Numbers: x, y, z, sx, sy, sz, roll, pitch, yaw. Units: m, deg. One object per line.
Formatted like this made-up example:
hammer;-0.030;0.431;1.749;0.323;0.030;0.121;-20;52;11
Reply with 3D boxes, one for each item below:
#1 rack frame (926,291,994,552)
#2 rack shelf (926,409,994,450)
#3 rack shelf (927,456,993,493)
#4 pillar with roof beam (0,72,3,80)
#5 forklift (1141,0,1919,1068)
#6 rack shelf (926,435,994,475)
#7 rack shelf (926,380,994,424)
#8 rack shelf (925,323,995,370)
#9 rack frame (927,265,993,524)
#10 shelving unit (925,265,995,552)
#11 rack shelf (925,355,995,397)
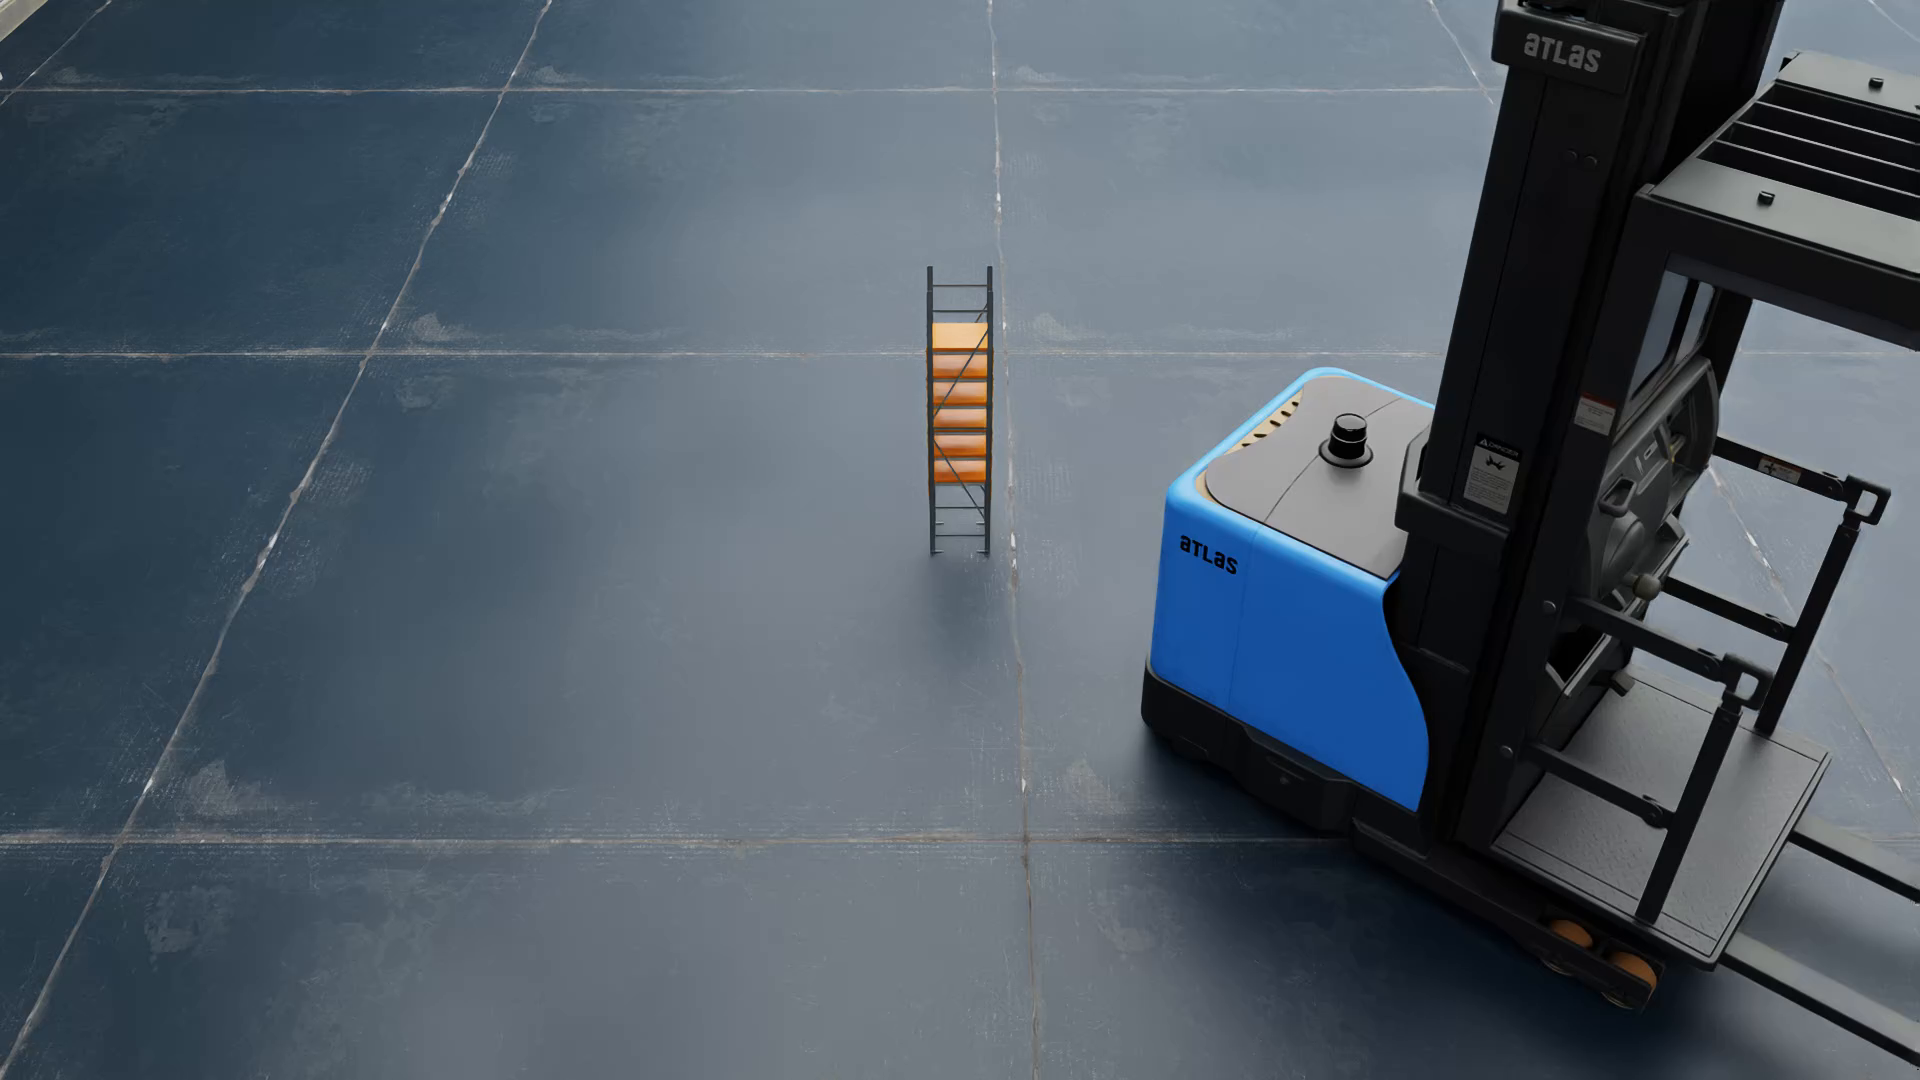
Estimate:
rack frame;0.000;-0.420;6.315;0.240;1.200;0.006;0;39;0
rack shelf;0.000;-0.443;6.414;0.258;0.103;0.180;0;39;0
rack shelf;0.000;-0.255;6.564;0.258;0.103;0.180;0;39;0
pillar with roof beam;-1.798;-6.266;7.374;9.100;9.000;0.400;0;39;0
forklift;2.097;-0.116;4.551;3.031;2.935;1.130;27;46;30
rack shelf;0.000;-0.349;6.489;0.258;0.103;0.180;0;39;0
rack shelf;0.000;-0.536;6.339;0.258;0.103;0.180;0;39;0
rack shelf;0.000;-0.724;6.189;0.258;0.103;0.180;0;39;0
rack frame;0.000;-0.534;6.457;0.240;1.200;0.006;0;39;0
shelving unit;0.000;-0.477;6.386;0.258;1.200;0.189;0;39;0
rack shelf;0.000;-0.630;6.264;0.258;0.103;0.180;0;39;0
